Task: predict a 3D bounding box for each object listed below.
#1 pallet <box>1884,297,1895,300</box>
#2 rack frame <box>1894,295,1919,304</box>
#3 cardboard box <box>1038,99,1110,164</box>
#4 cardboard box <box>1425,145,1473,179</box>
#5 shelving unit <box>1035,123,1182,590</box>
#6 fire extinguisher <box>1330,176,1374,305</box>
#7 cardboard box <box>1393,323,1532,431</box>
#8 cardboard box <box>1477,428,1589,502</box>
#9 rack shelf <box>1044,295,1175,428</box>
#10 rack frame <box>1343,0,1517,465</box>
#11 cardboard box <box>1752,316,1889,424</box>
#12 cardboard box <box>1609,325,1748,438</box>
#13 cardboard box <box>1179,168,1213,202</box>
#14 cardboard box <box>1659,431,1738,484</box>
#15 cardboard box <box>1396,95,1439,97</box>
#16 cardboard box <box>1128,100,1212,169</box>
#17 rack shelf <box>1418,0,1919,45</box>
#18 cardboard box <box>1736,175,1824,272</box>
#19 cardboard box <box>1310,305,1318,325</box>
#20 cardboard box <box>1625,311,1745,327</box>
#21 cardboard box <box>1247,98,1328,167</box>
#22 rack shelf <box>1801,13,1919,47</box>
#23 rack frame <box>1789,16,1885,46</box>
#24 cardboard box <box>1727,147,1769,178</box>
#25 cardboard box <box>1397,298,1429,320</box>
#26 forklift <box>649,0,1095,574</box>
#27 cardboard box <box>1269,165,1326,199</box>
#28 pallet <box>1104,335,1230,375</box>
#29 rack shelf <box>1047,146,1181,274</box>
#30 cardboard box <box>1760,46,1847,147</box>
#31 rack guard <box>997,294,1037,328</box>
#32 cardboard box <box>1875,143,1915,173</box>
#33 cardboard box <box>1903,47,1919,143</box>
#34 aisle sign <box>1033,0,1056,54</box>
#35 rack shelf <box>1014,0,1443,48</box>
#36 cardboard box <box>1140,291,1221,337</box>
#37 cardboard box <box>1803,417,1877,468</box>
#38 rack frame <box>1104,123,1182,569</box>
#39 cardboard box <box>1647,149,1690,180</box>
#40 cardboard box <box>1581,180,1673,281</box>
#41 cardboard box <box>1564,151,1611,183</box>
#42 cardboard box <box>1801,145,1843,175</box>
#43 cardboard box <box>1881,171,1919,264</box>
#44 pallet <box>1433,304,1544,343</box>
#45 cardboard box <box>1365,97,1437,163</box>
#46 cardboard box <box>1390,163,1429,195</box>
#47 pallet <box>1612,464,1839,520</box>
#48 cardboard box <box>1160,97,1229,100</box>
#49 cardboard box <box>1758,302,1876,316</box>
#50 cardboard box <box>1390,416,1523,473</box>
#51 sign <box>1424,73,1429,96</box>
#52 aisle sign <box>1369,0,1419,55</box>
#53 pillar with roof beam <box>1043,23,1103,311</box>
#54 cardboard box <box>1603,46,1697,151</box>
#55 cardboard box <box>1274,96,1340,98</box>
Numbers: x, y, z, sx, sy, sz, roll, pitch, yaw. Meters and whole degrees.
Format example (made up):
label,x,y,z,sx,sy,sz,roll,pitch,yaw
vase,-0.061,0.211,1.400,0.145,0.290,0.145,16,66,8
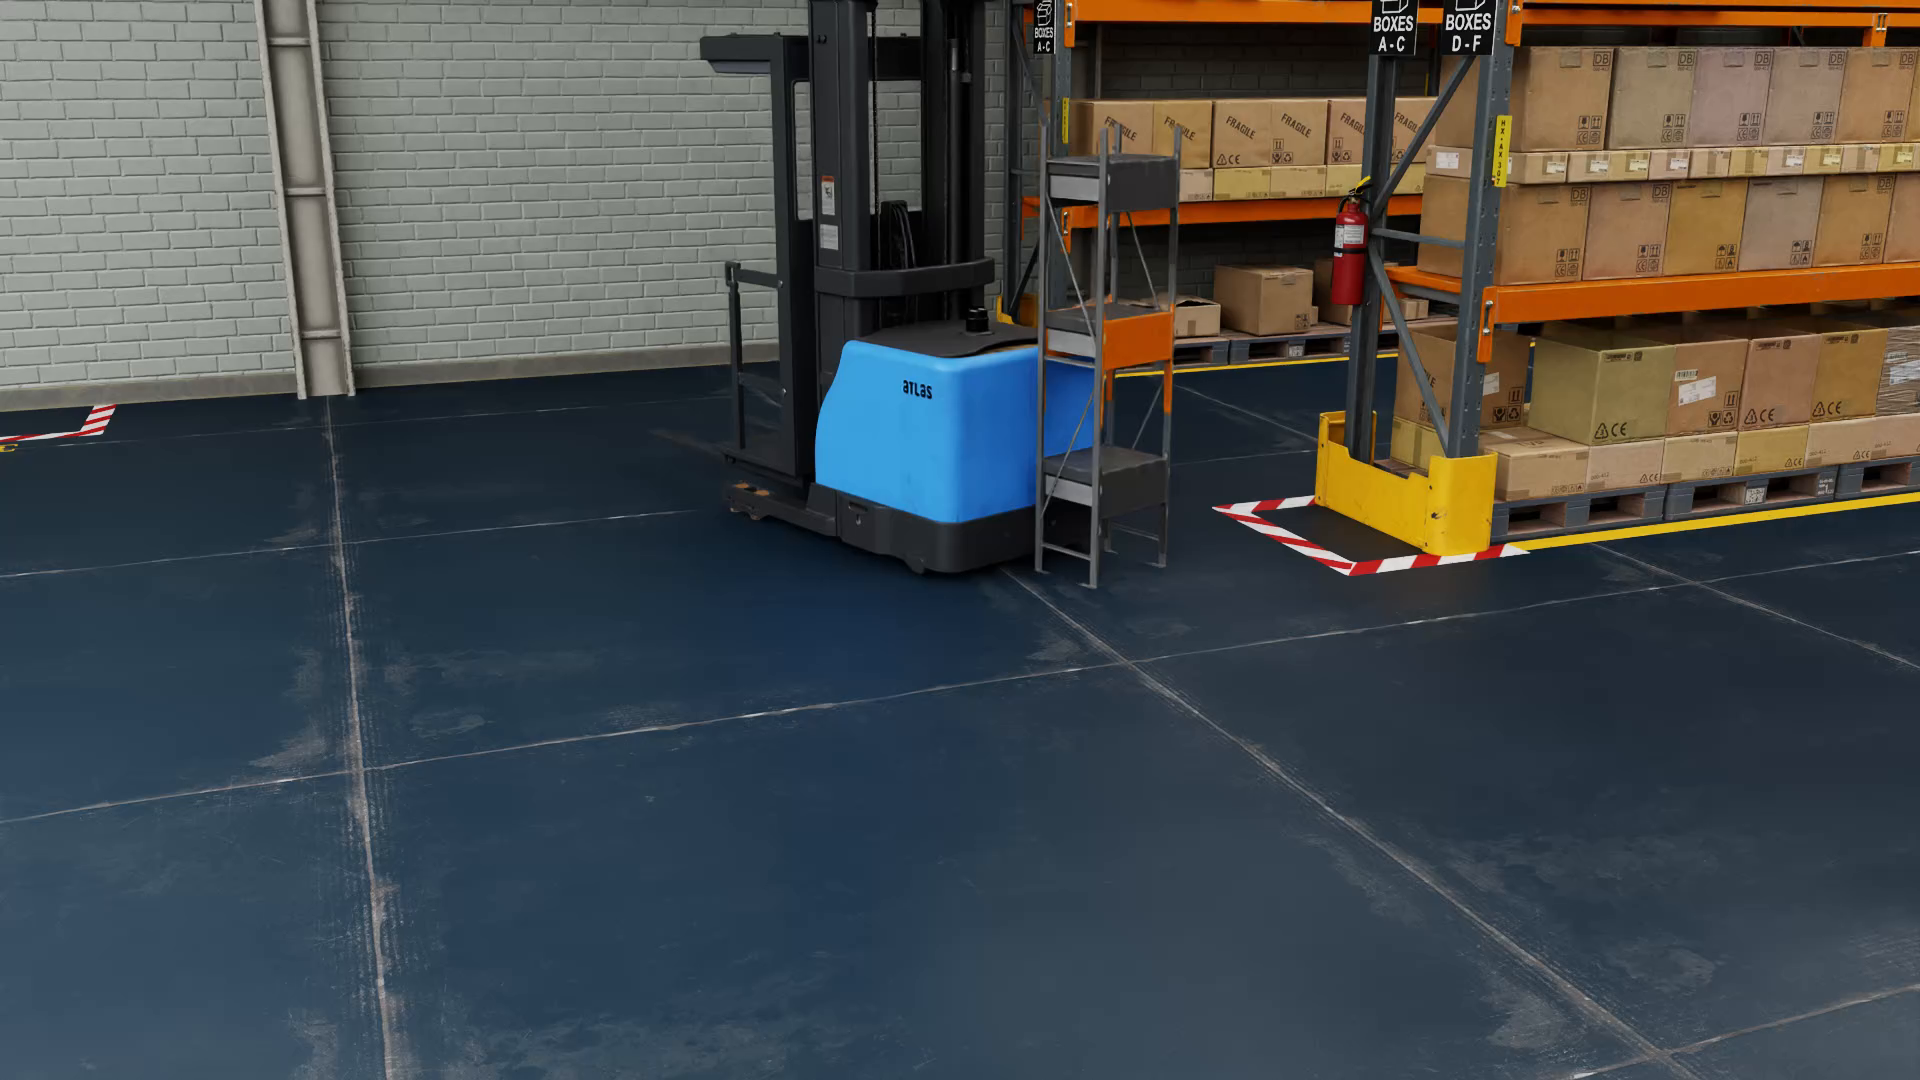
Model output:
label,x,y,z,sx,sy,sz,roll,pitch,yaw
pallet,8.816,-2.357,16.249,1.213,0.211,1.003,-6,17,-20
rack frame,6.094,-1.929,9.842,0.127,3.000,1.000,-6,17,-20
cardboard box,0.947,-3.229,13.171,0.500,0.500,0.500,-6,18,-21
cardboard box,2.648,-1.973,8.665,0.250,0.149,0.380,-6,18,-21
shelving unit,0.685,-0.862,7.807,0.503,2.100,0.431,-14,22,-40
fire extinguisher,2.082,-1.599,8.855,0.183,0.674,0.296,-6,17,-20
cardboard box,2.753,-0.900,9.142,0.500,0.500,0.500,-6,17,-20
cardboard box,2.939,-0.403,8.782,0.500,0.250,0.500,-6,17,-20
rack shelf,0.685,-0.849,7.811,0.480,0.518,0.431,-14,22,-40
rack frame,2.359,-1.525,8.469,0.127,3.000,1.000,-6,17,-20
cardboard box,4.803,-0.968,9.373,0.500,0.500,0.500,-6,17,-20
cardboard box,3.868,-0.868,9.033,0.500,0.500,0.500,-6,17,-20
cardboard box,1.632,-2.788,12.998,0.500,0.250,0.500,-7,18,-22
cardboard box,3.872,-0.505,9.128,0.500,0.250,0.500,-6,17,-20
cardboard box,3.805,-3.537,14.218,0.500,0.500,0.500,-7,18,-21
cardboard box,1.601,-3.142,12.874,0.500,0.500,0.500,-6,17,-20
rack shelf,4.227,-2.821,8.834,4.000,0.370,1.077,-6,17,-20
cardboard box,4.244,-1.774,9.138,0.500,0.500,0.700,-6,17,-18
cardboard box,2.817,-1.919,14.088,0.250,0.149,0.380,-8,18,-25
cardboard box,4.149,-1.054,9.669,0.500,0.500,0.500,-6,17,-20
cardboard box,2.564,-3.248,13.234,0.500,0.500,0.500,-6,17,-18
rack shelf,9.921,-4.931,16.018,4.000,0.370,1.077,-6,17,-20
rack frame,8.053,-3.635,15.652,0.127,3.000,1.000,-6,17,-20
cardboard box,4.004,-1.998,8.749,0.250,0.149,0.380,-6,18,-21
cardboard box,3.829,-2.021,14.406,0.250,0.166,0.380,-9,18,-27
forklift,-0.643,-1.590,8.810,1.130,2.935,3.031,-14,21,-39
cardboard box,2.583,-2.888,13.339,0.500,0.250,0.500,-6,17,-20
pallet,1.425,-1.571,13.572,1.213,0.211,1.003,-6,17,-20
rack shelf,0.685,-1.520,7.613,0.480,0.518,0.431,-14,22,-40
cardboard box,4.276,-2.401,8.970,0.500,0.500,0.700,-6,17,-20
rack guard,0.654,-1.637,13.284,0.348,0.500,1.175,-6,17,-20
cardboard box,4.966,-2.102,9.104,0.250,0.149,0.380,-6,17,-20
cardboard box,5.211,-2.501,9.313,0.500,0.500,0.700,-6,17,-20
aisle sign,0.623,-3.989,12.246,0.004,0.787,0.394,-6,17,-20
rack shelf,2.451,-4.124,13.271,4.000,0.370,1.077,-6,17,-20
cardboard box,1.794,-1.853,13.575,0.500,0.311,0.500,-5,17,-15
cardboard box,4.807,-0.604,9.468,0.500,0.250,0.500,-6,17,-20
rack frame,0.866,-0.908,7.964,0.015,2.100,0.400,-14,22,-40
cardboard box,3.518,-1.944,8.567,0.250,0.149,0.380,-6,18,-21
cardboard box,3.288,-1.671,8.788,0.500,0.500,0.700,-6,17,-19
cardboard box,3.048,-1.895,8.398,0.250,0.149,0.380,-7,18,-22
cardboard box,4.484,-2.049,8.923,0.250,0.149,0.380,-6,17,-18
cardboard box,5.192,-1.875,9.483,0.500,0.500,0.700,-6,18,-21
pallet,5.045,-1.973,14.941,1.213,0.211,1.003,-6,17,-20
cardboard box,3.523,-3.348,13.576,0.500,0.500,0.500,-6,17,-20
cardboard box,3.516,-2.994,13.700,0.500,0.250,0.500,-6,17,-20
pallet,4.196,-0.398,9.577,1.213,0.211,1.003,-6,17,-20
cardboard box,1.902,-3.331,13.516,0.500,0.500,0.500,-7,18,-22
cardboard box,5.085,-1.154,10.007,0.500,0.500,0.500,-6,17,-20
cardboard box,2.754,-0.539,9.246,0.500,0.250,0.500,-6,17,-20
sign,4.116,-3.933,14.612,0.005,0.325,0.100,-6,17,-20
aisle sign,2.193,-2.843,8.343,0.004,0.787,0.394,-6,17,-20
pillar with roof beam,2.468,-4.872,9.219,0.400,9.000,9.100,-6,17,-20
cardboard box,3.338,-2.299,8.624,0.500,0.500,0.700,-7,18,-22
cardboard box,2.853,-3.437,13.877,0.500,0.500,0.500,-6,17,-19
